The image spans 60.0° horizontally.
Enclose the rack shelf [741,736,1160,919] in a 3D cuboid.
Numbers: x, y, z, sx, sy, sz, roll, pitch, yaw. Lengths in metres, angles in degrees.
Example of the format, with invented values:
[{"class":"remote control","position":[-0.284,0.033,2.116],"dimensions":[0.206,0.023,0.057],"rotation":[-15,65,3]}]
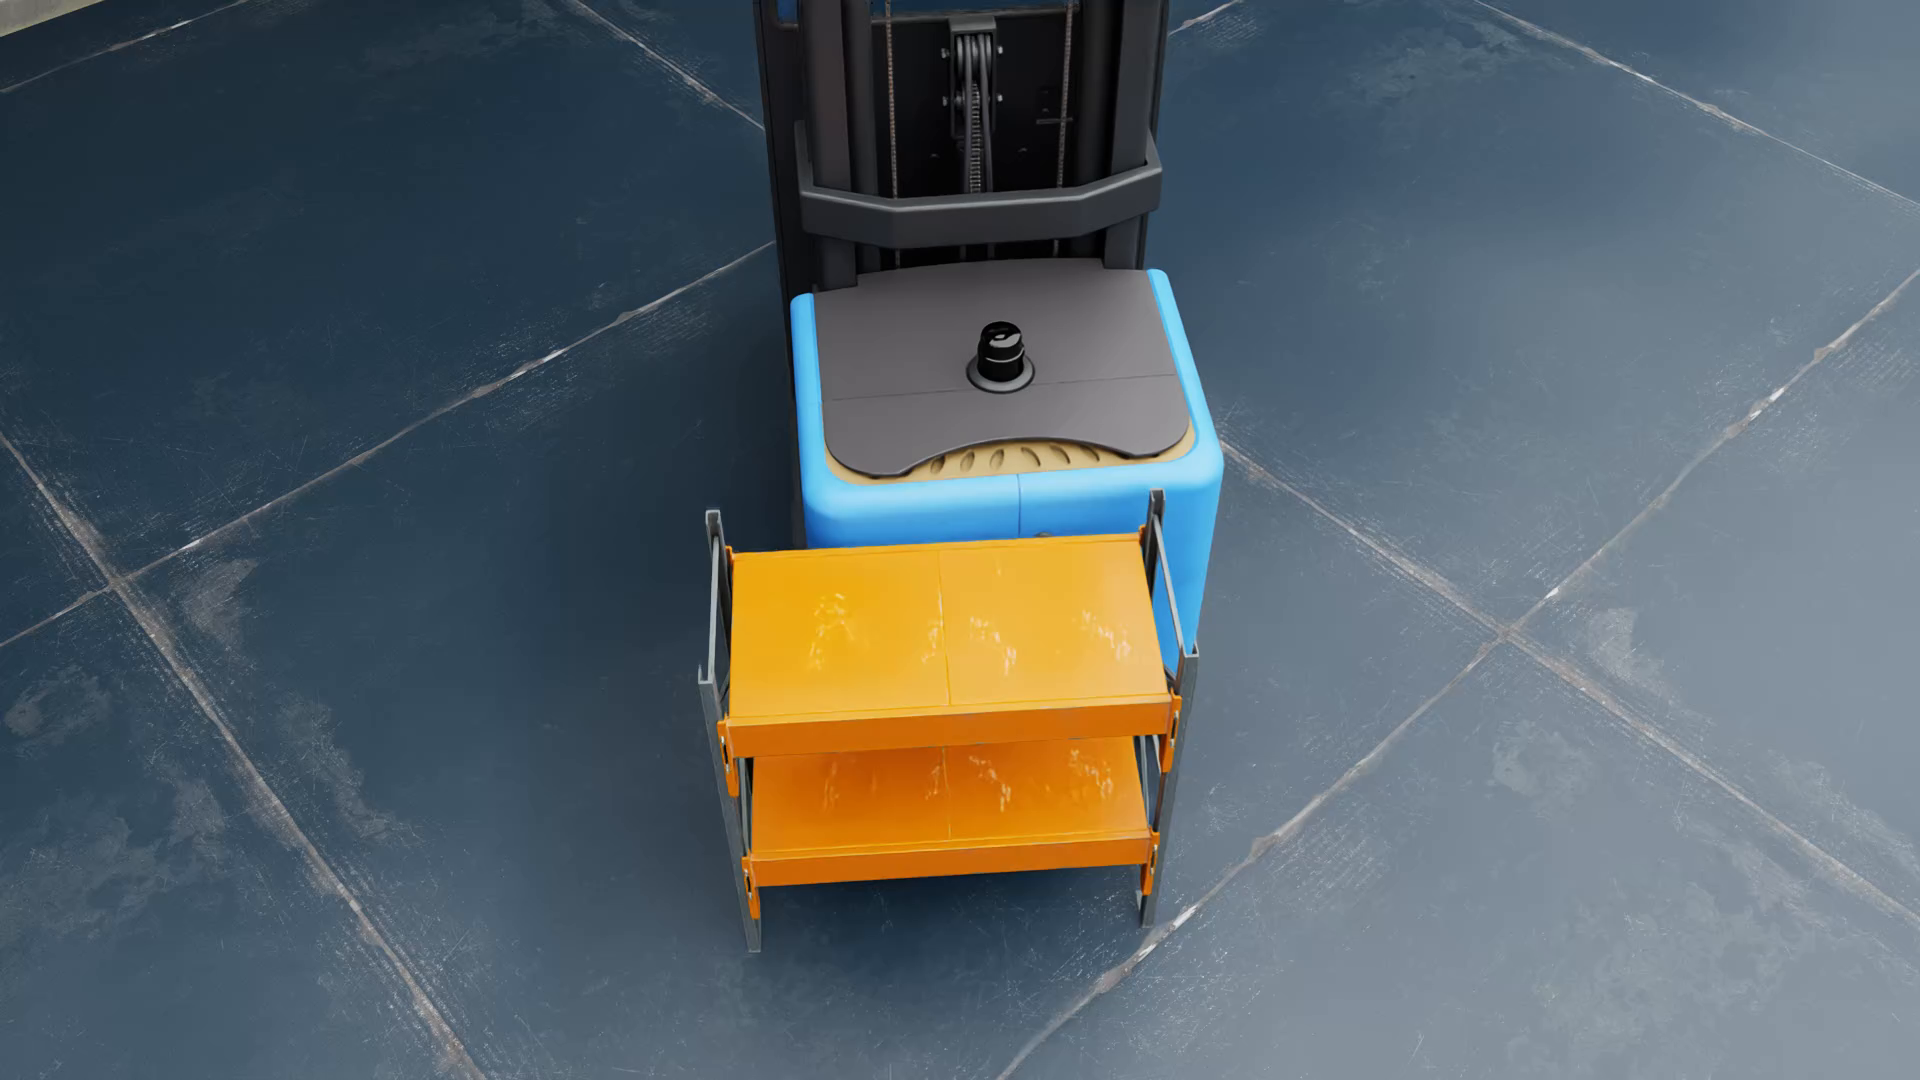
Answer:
[{"class":"rack shelf","position":[-0.037,0.636,4.231],"dimensions":[1.000,0.278,0.538],"rotation":[-3,47,-3]}]

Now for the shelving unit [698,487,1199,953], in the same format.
[{"class":"shelving unit","position":[-0.037,0.470,4.051],"dimensions":[1.048,1.125,0.538],"rotation":[-3,47,-3]}]

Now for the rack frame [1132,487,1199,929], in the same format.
[{"class":"rack frame","position":[0.470,0.444,4.075],"dimensions":[0.032,1.125,0.500],"rotation":[-3,47,-3]}]

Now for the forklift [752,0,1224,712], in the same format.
[{"class":"forklift","position":[-0.022,-1.479,4.620],"dimensions":[1.130,2.935,3.031],"rotation":[-5,47,-4]}]

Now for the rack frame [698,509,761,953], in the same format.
[{"class":"rack frame","position":[-0.544,0.496,4.027],"dimensions":[0.032,1.125,0.500],"rotation":[-3,47,-3]}]

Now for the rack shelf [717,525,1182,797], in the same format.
[{"class":"rack shelf","position":[-0.037,0.271,3.836],"dimensions":[1.000,0.278,0.538],"rotation":[-3,47,-3]}]
